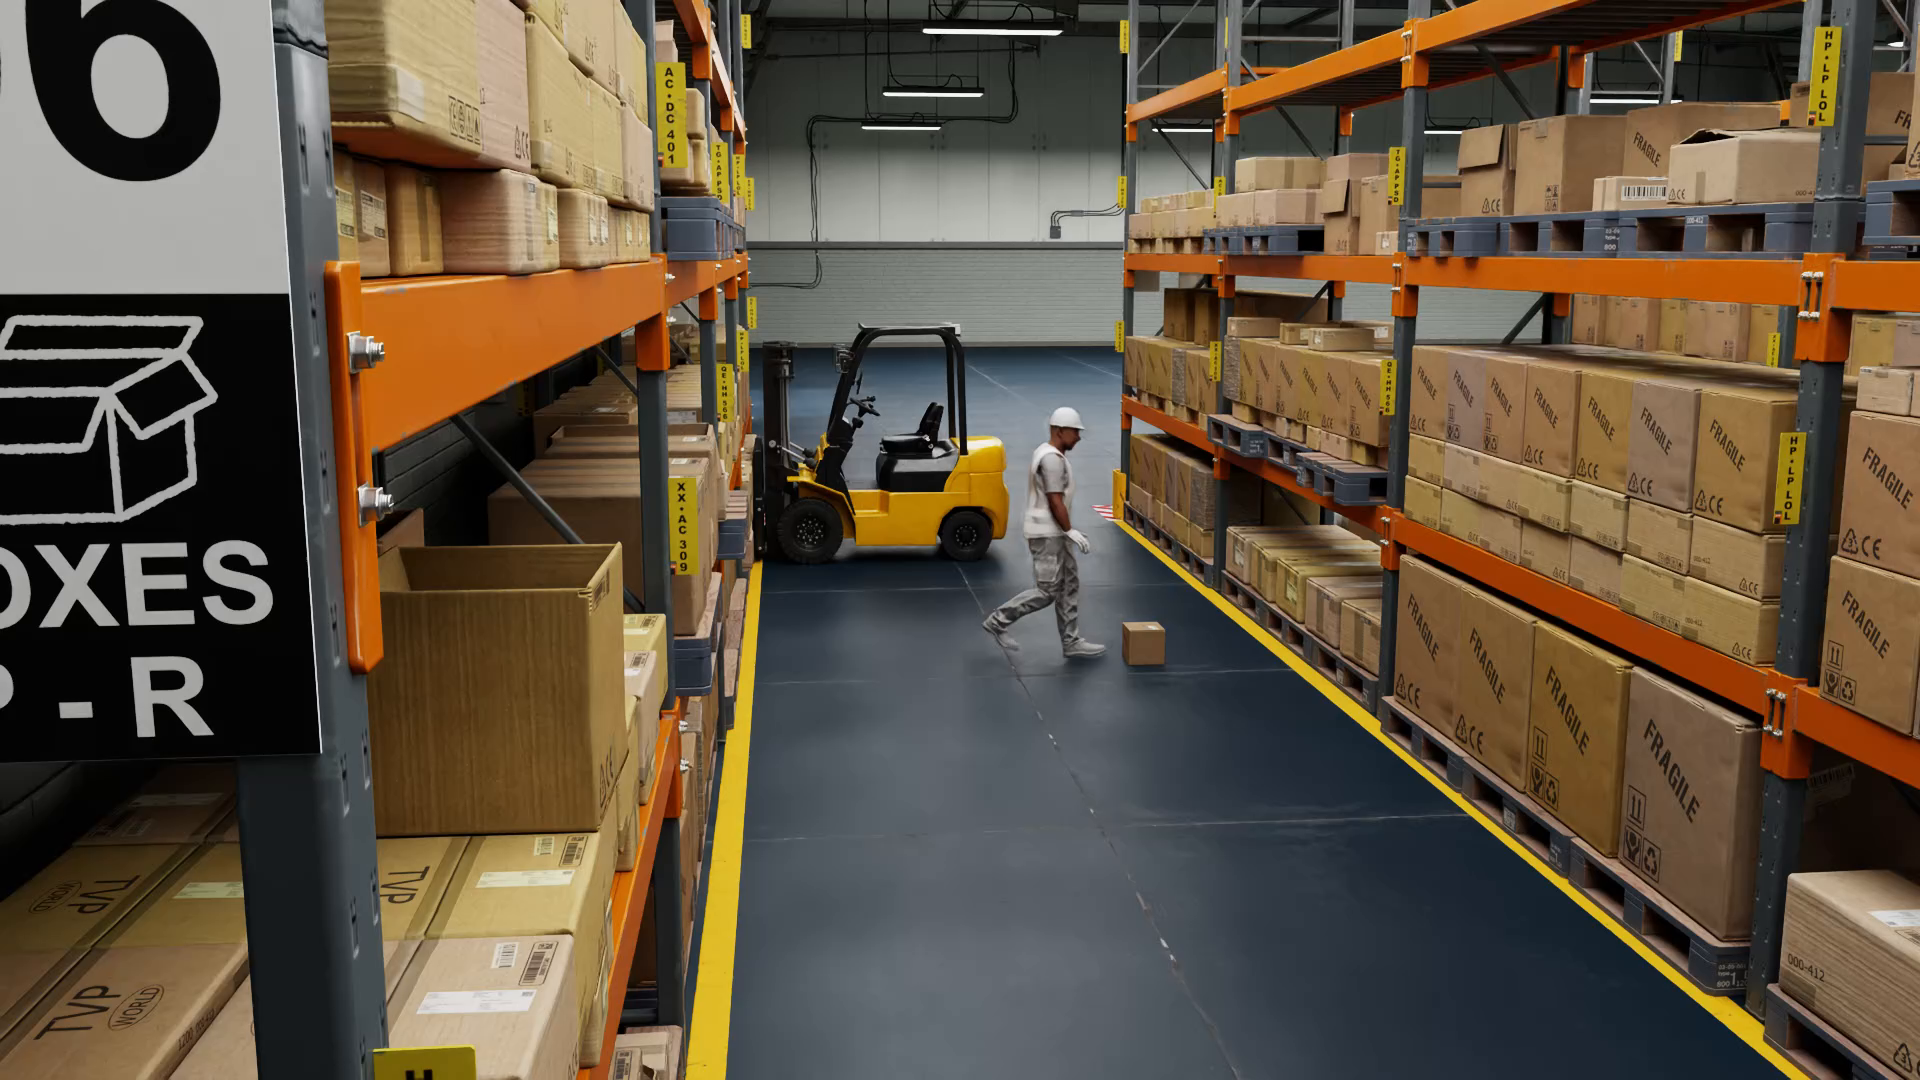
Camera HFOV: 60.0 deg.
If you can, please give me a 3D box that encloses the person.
[{"bbox_3d":[0.596,-0.041,11.559,0.860,1.759,0.567,1,10,7],"label":"person"}]
